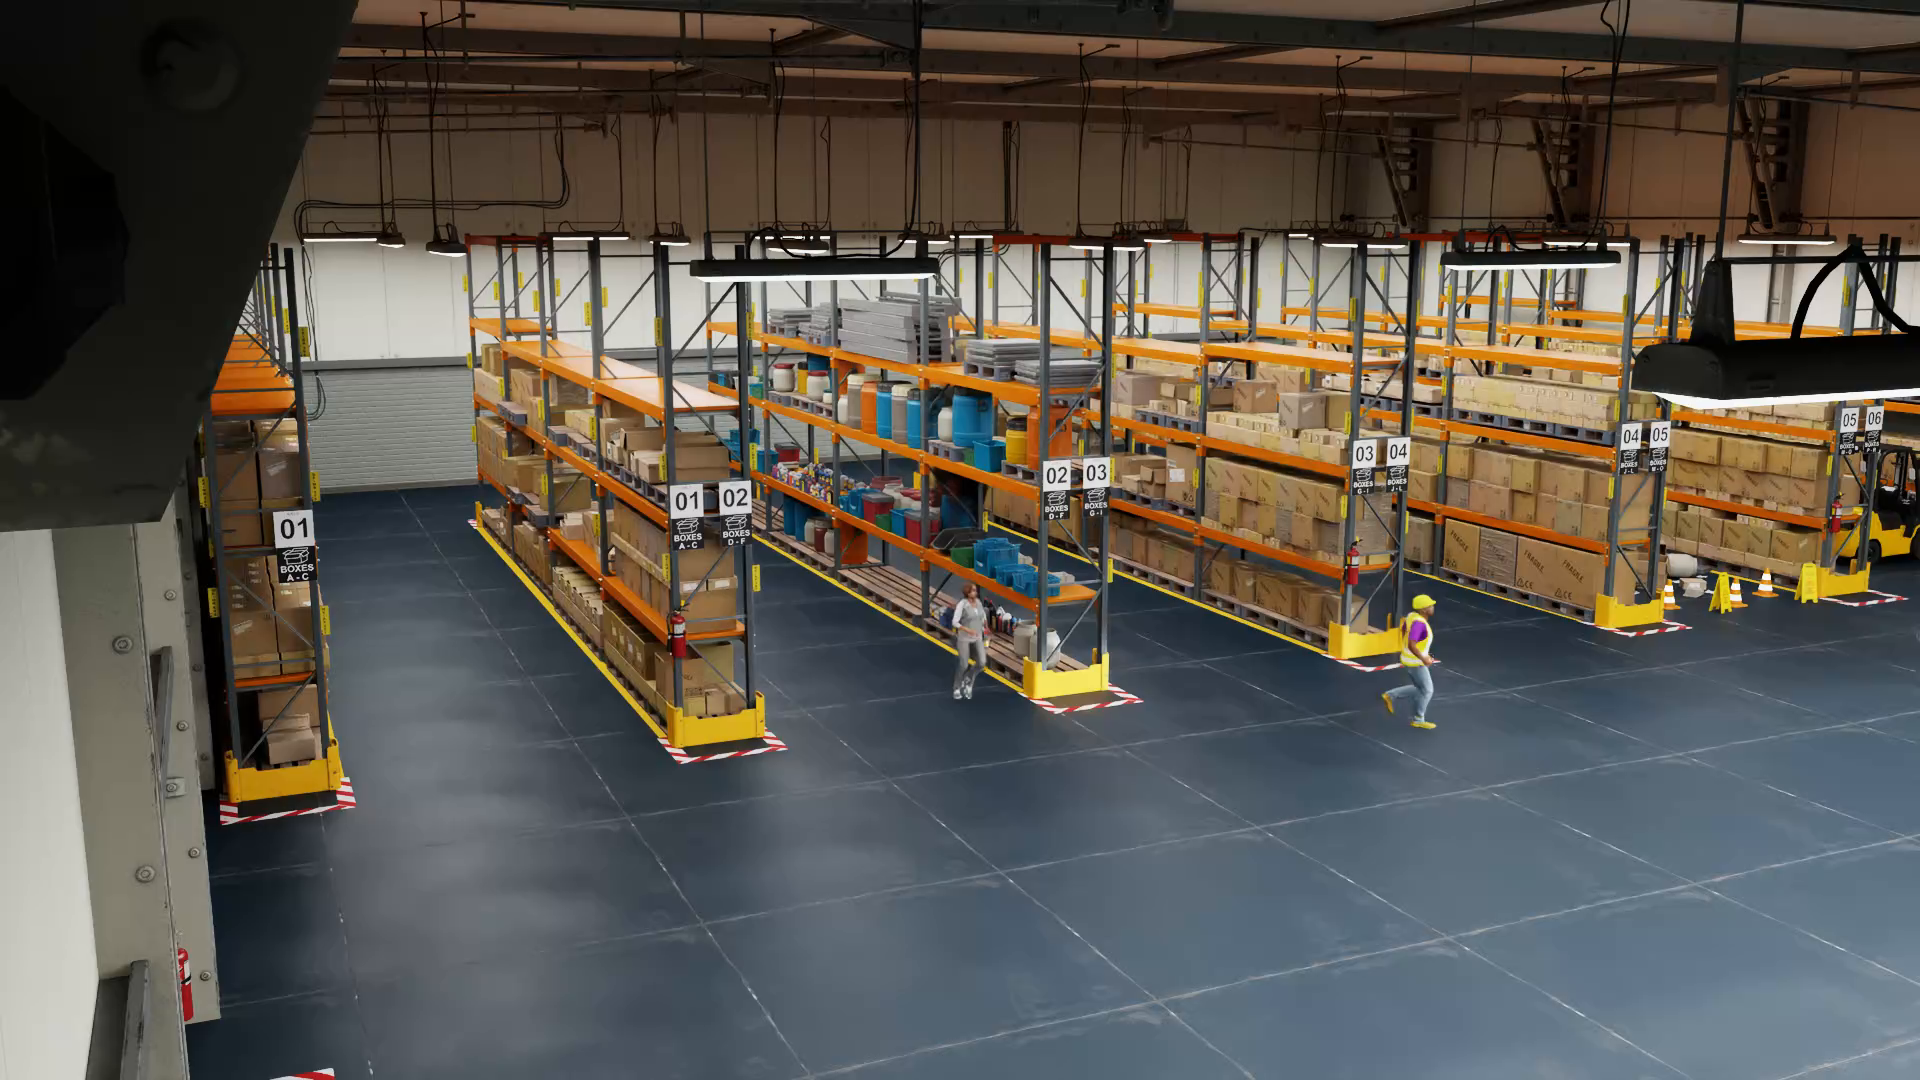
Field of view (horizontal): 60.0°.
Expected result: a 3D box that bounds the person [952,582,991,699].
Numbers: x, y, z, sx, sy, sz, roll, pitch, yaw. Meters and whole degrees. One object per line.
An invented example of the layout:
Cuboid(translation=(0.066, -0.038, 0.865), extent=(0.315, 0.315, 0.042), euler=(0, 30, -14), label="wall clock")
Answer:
Cuboid(translation=(0.170, 1.334, 22.049), extent=(0.584, 1.570, 0.520), euler=(-6, 13, -30), label="person")

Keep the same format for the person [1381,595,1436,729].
Cuboid(translation=(5.646, 1.523, 20.796), extent=(0.686, 1.729, 0.723), euler=(2, 11, 9), label="person")

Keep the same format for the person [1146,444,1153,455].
Cuboid(translation=(4.752, -2.577, 42.054), extent=(0.673, 1.687, 0.549), euler=(-8, 13, -35), label="person")
